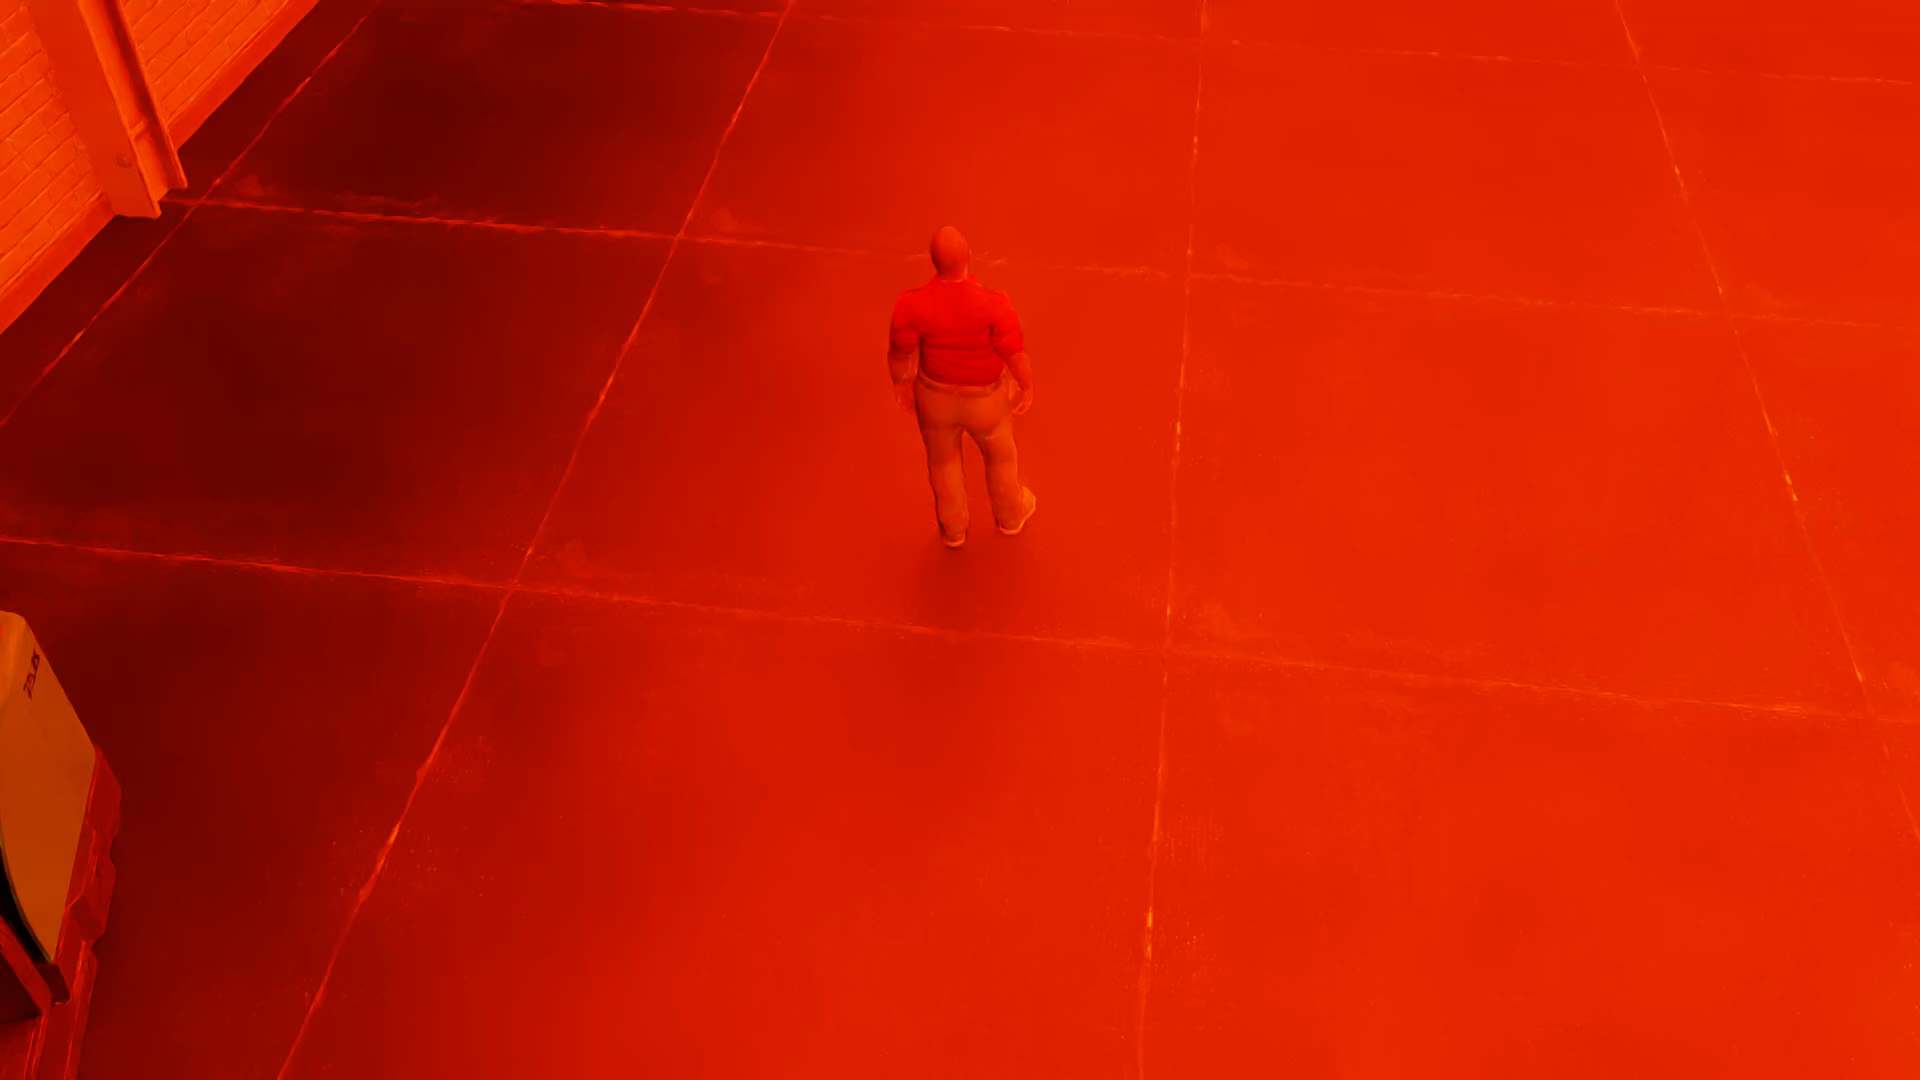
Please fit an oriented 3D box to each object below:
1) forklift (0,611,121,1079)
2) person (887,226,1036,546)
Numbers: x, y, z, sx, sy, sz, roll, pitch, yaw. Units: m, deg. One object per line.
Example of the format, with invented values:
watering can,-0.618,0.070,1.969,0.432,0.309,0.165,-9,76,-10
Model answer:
forklift,-3.577,1.001,4.635,1.130,2.935,3.031,-8,43,-9
person,0.024,-0.701,7.366,0.640,1.727,0.550,5,43,6
